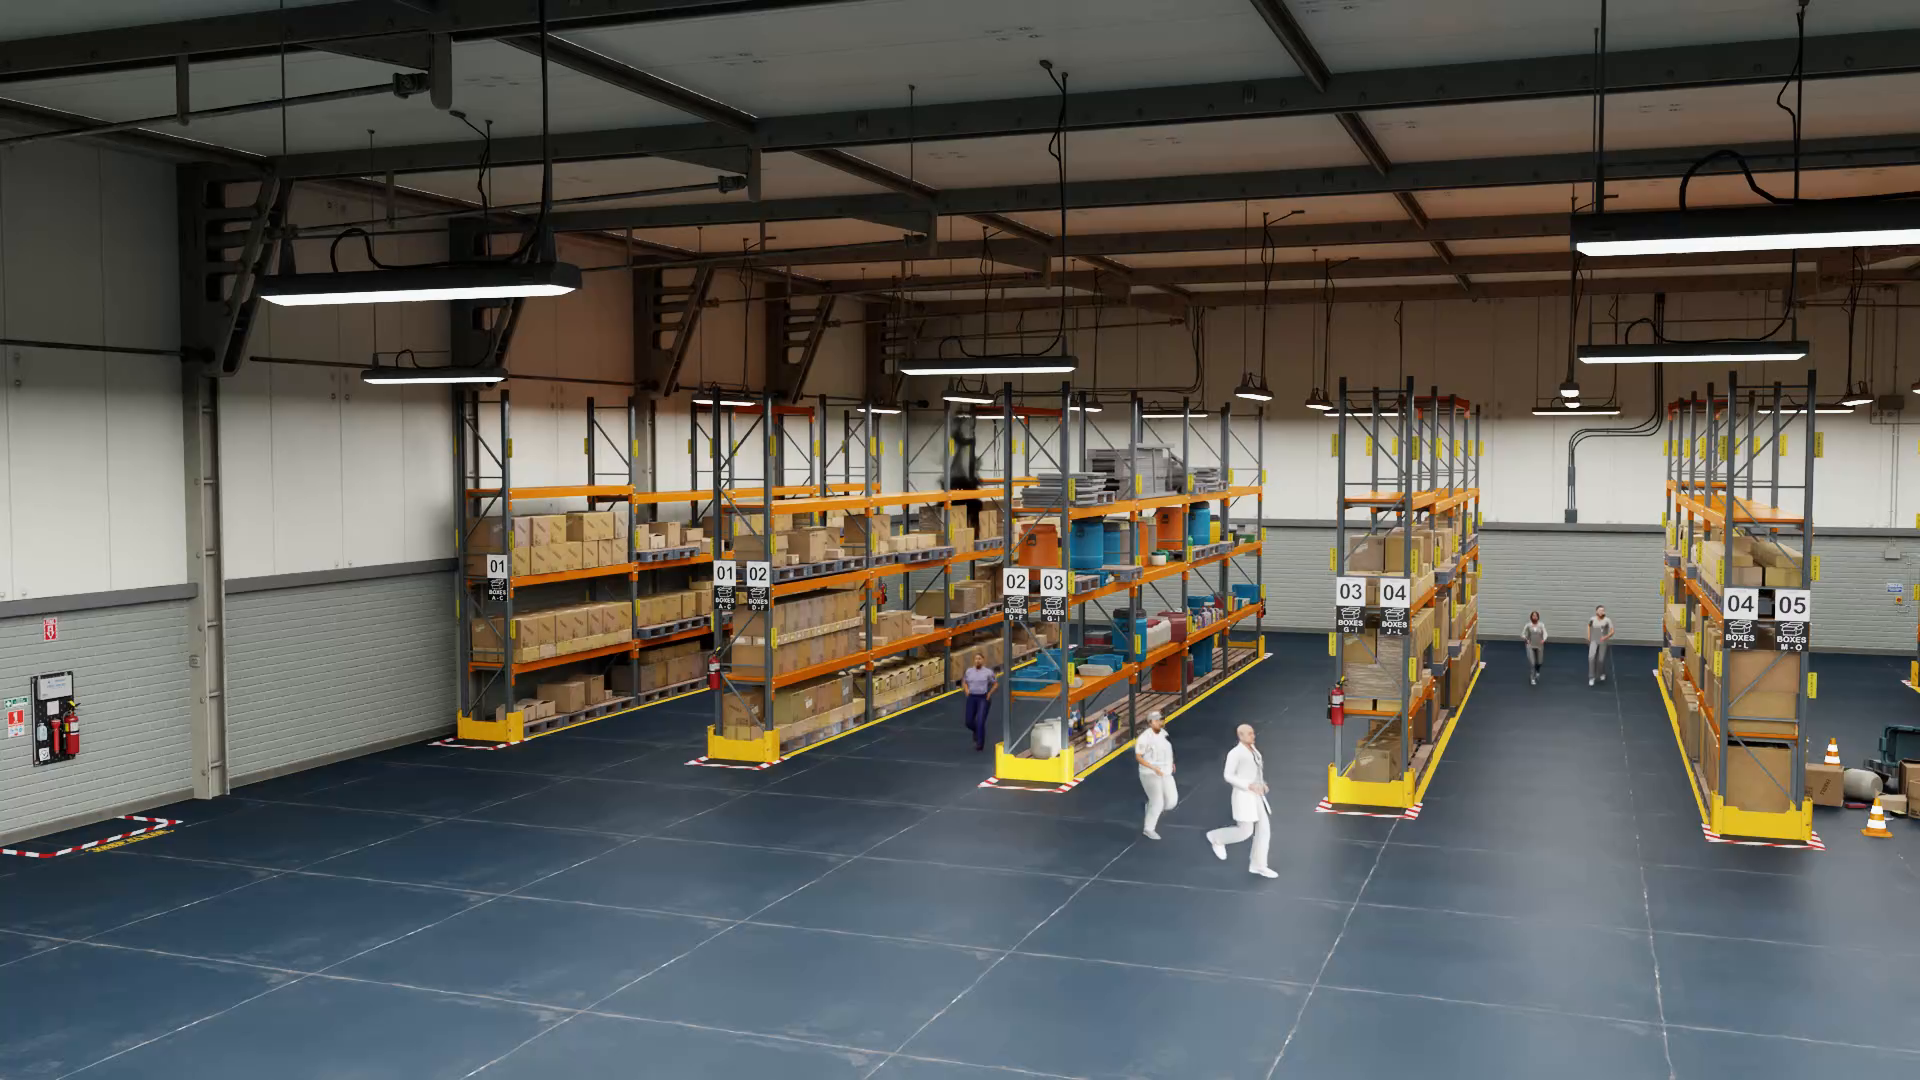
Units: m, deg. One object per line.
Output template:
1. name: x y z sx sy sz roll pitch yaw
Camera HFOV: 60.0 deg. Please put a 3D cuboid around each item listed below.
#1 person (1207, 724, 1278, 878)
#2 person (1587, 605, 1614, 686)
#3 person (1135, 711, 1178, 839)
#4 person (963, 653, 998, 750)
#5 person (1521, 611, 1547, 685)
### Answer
1. person: 3.357 3.047 19.617 0.923 1.764 0.711 3 4 43
2. person: 13.611 2.225 35.385 0.578 1.692 0.920 2 4 32
3. person: 2.536 3.018 21.438 0.614 1.632 0.553 -2 4 -33
4. person: 0.331 2.677 27.725 0.608 1.596 0.609 1 3 15
5. person: 12.163 2.253 35.200 0.531 1.486 0.547 1 3 13
